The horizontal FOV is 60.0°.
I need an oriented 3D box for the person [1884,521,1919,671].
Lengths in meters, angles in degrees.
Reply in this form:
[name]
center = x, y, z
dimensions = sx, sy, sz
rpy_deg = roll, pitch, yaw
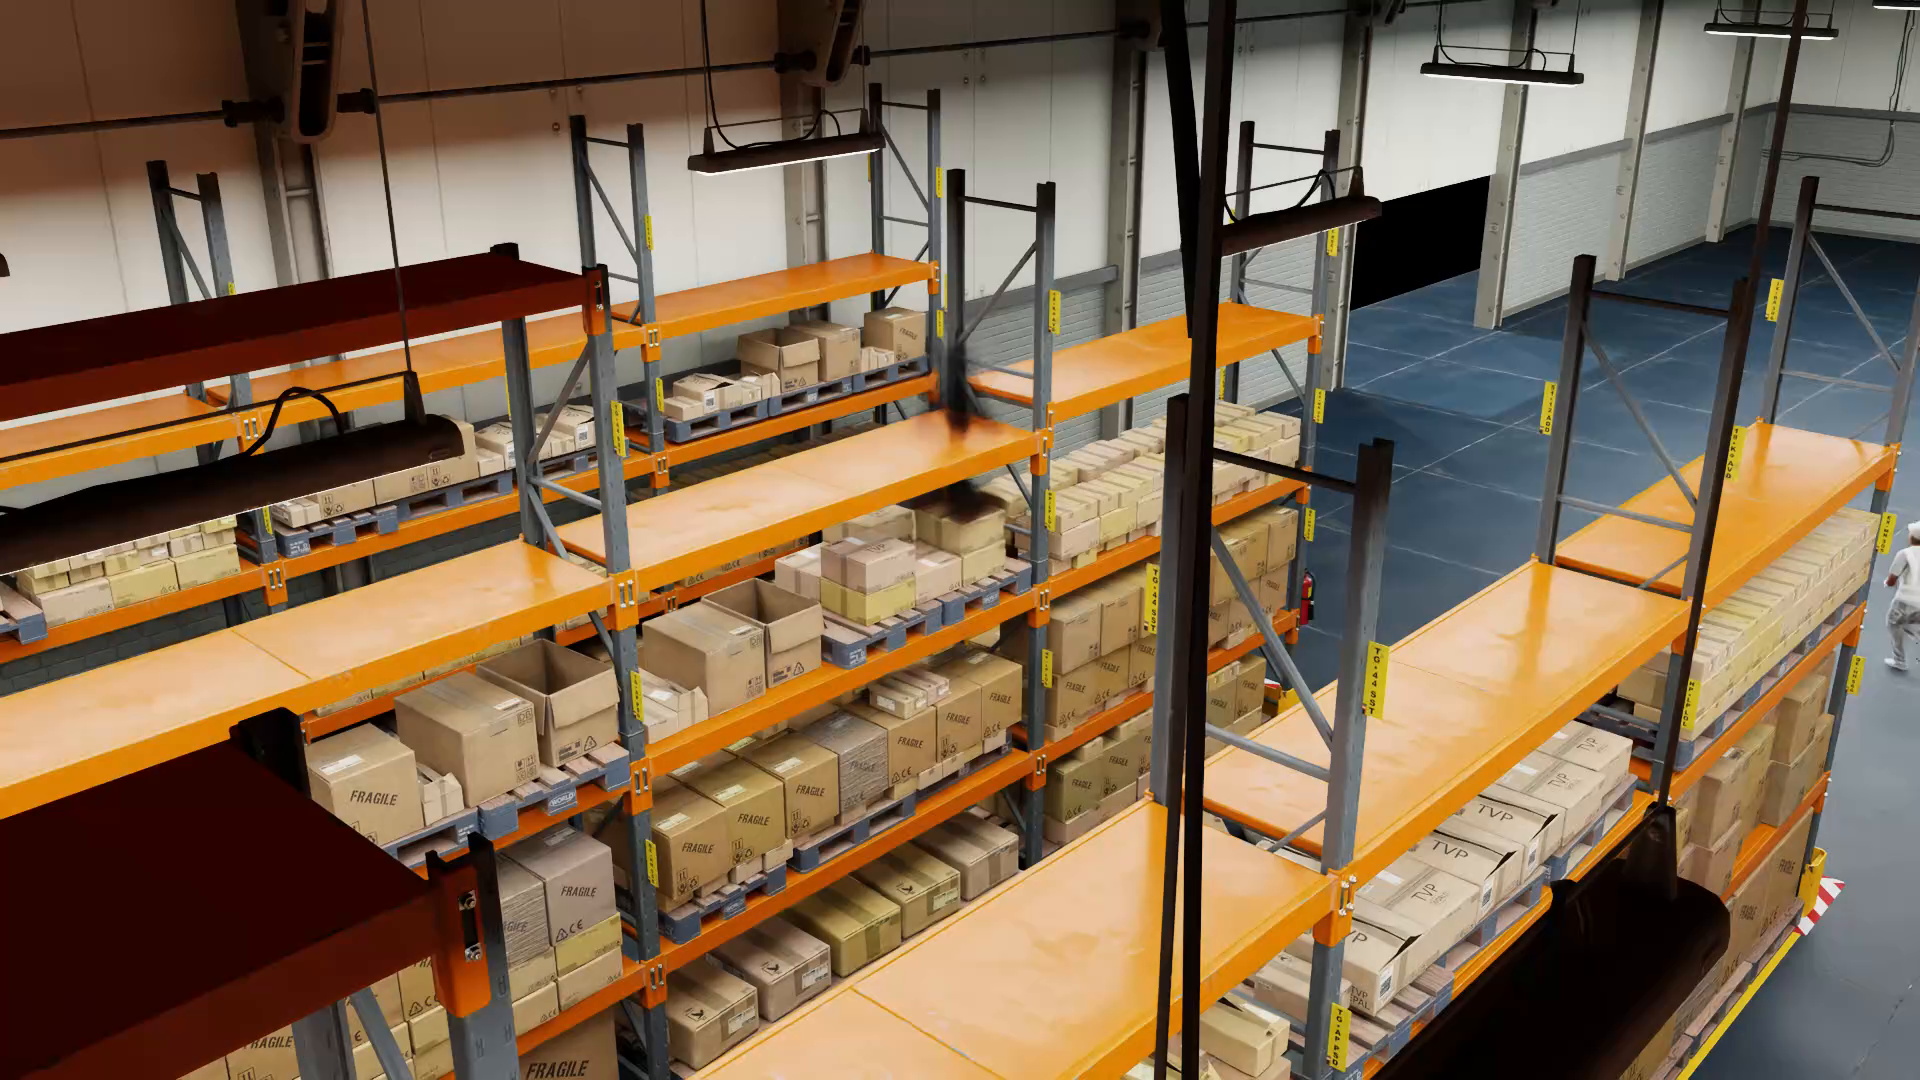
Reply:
[person]
center = 10.356, 0.656, 17.994
dimensions = 0.721, 1.736, 0.721
rpy_deg = -2, 21, -5
